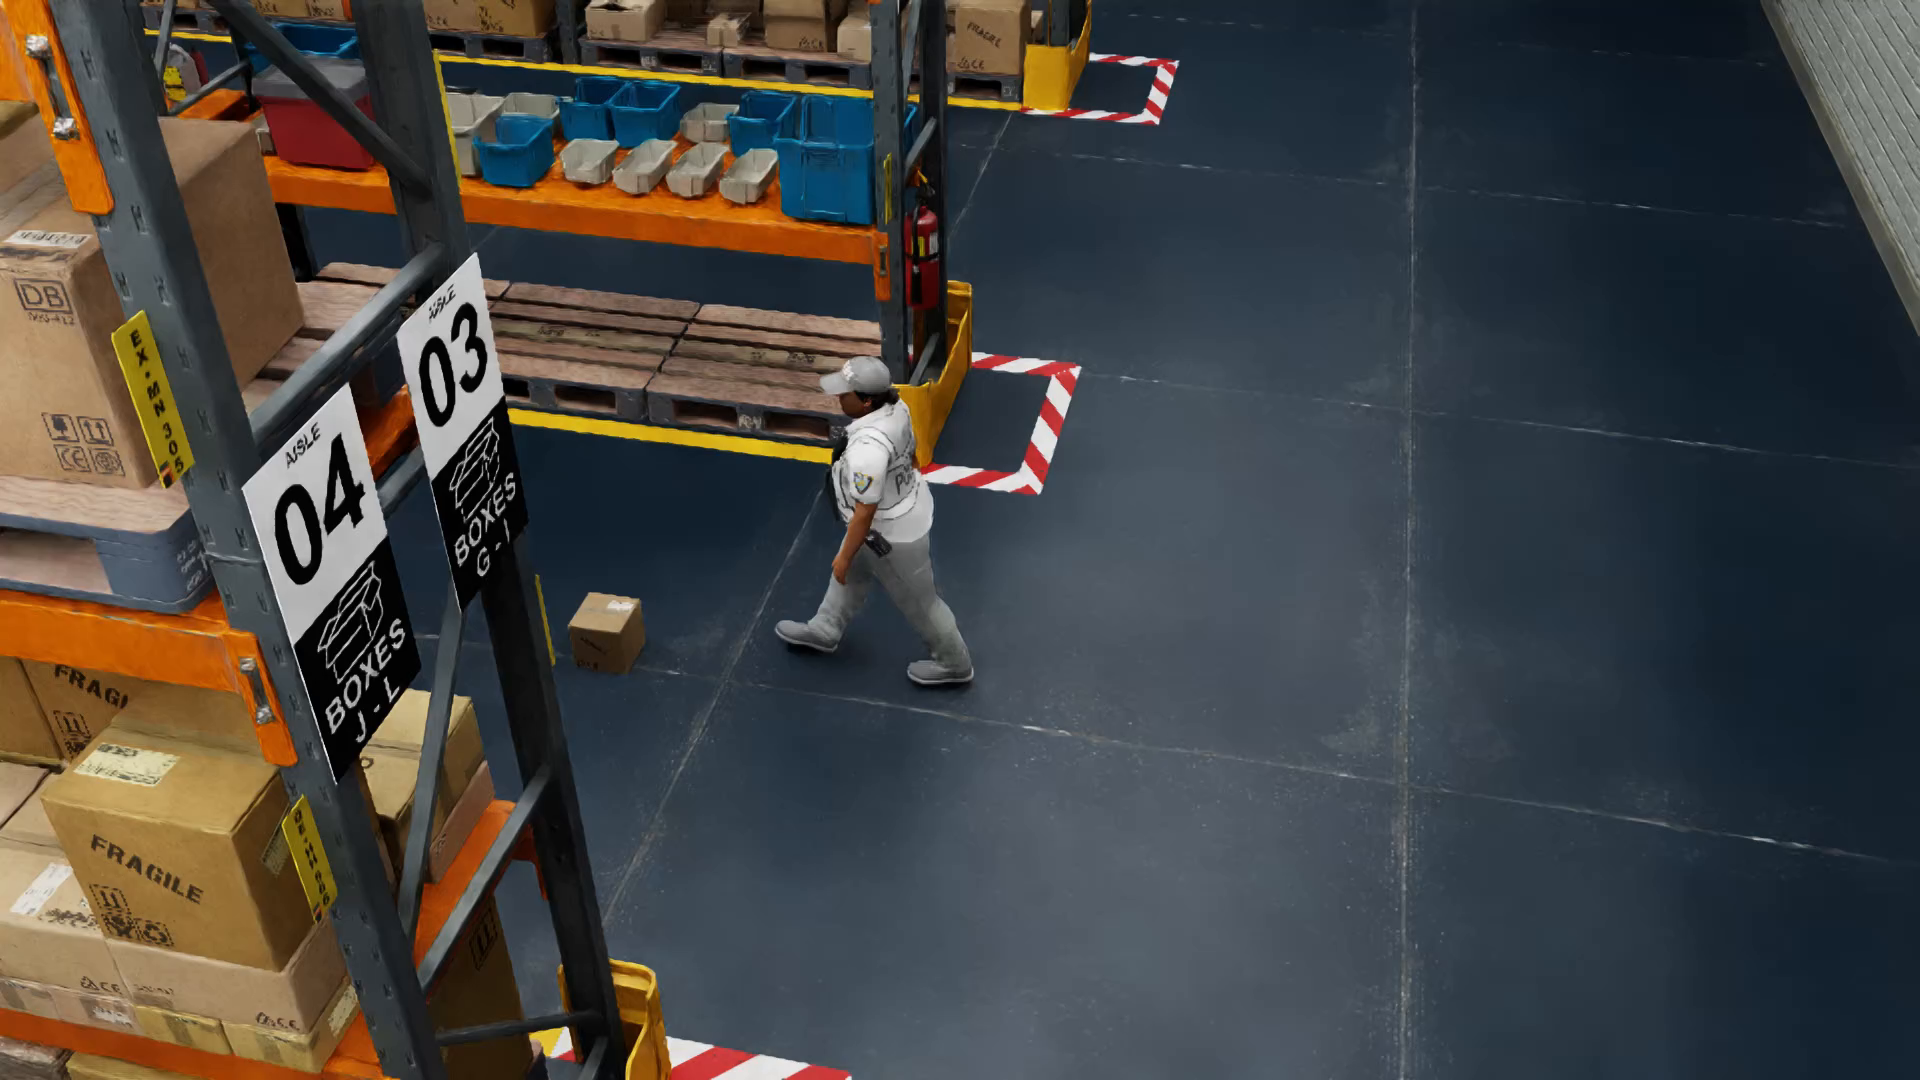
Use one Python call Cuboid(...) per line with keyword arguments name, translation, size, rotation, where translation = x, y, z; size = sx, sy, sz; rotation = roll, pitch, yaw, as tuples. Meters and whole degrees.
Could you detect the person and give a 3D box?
Cuboid(name="person", translation=(-0.400, -0.058, 7.039), size=(0.928, 1.606, 0.497), rotation=(3, 37, 3))
